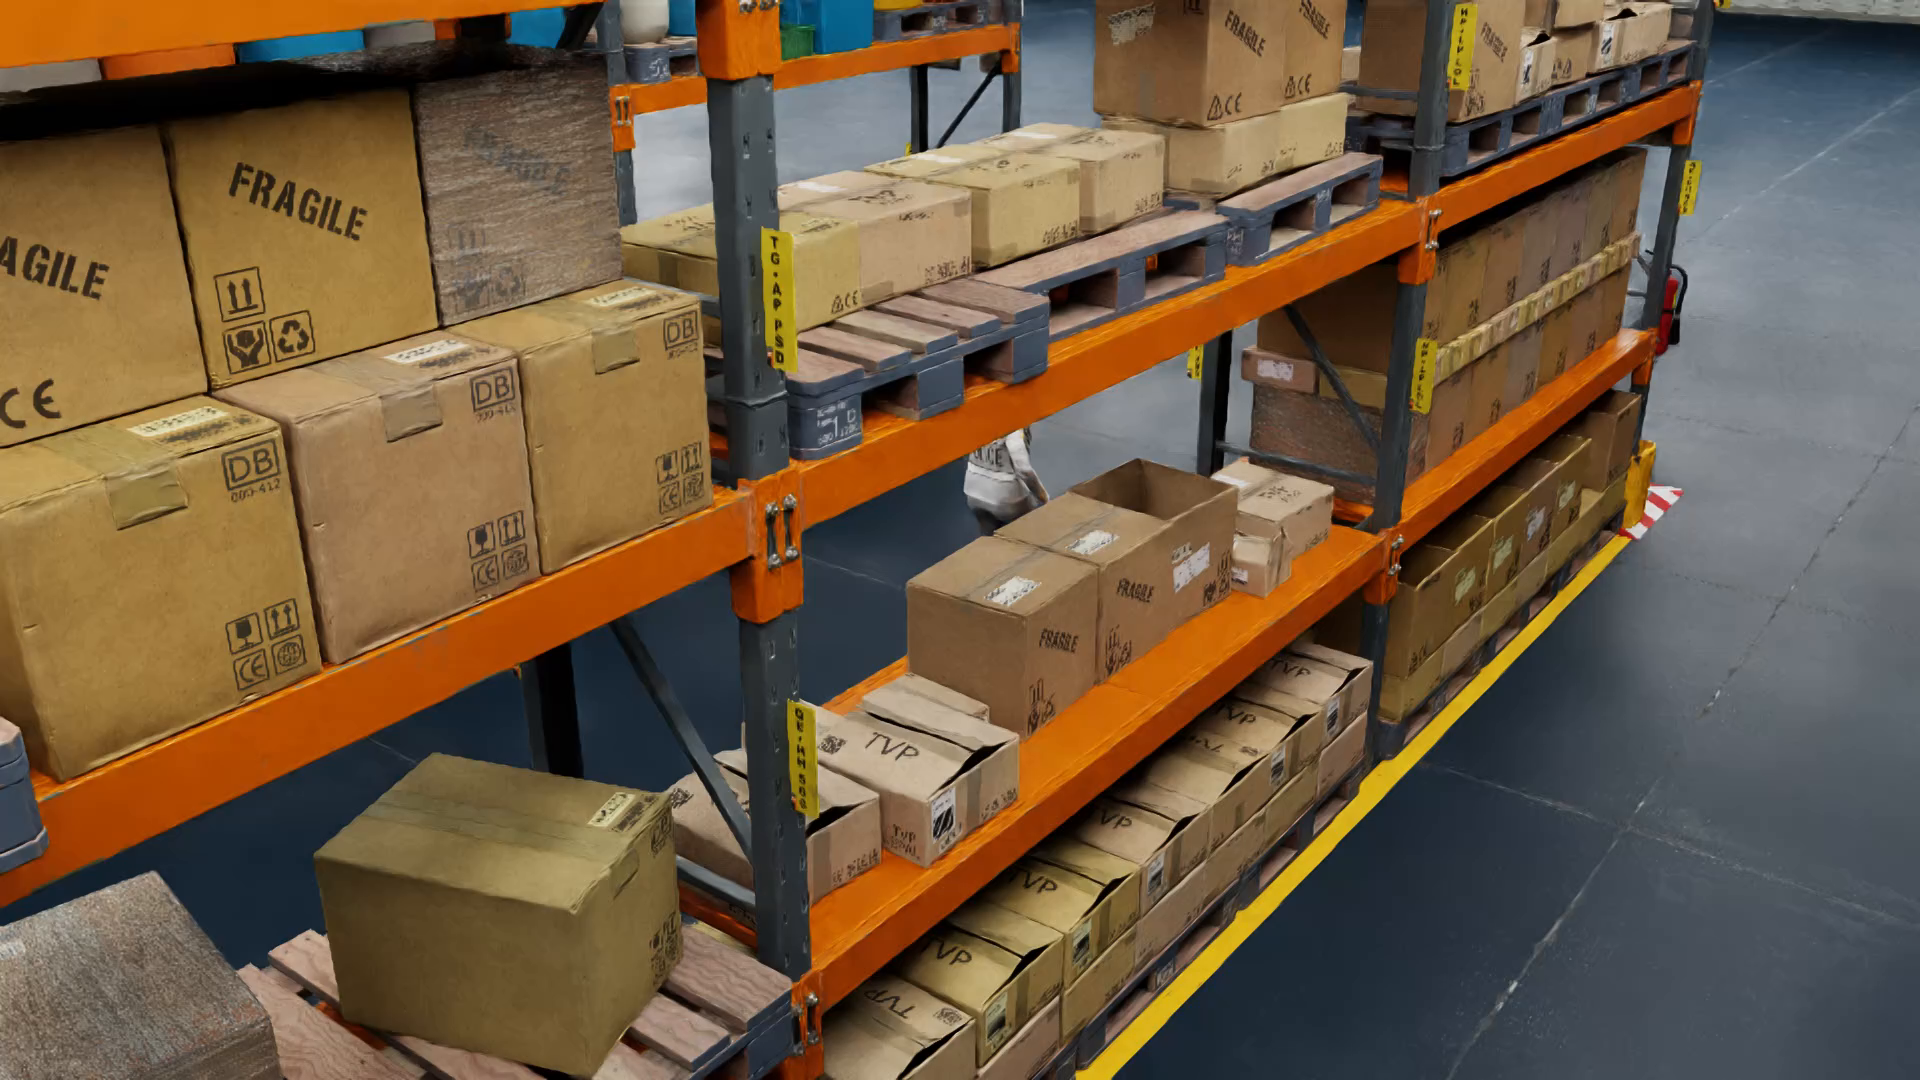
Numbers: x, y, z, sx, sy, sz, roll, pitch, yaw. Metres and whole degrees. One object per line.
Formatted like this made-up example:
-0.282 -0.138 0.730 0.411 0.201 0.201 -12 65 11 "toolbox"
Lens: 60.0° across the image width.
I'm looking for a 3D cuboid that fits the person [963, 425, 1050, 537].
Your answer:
0.230 -0.273 9.236 0.672 1.661 0.502 16 28 31 "person"
